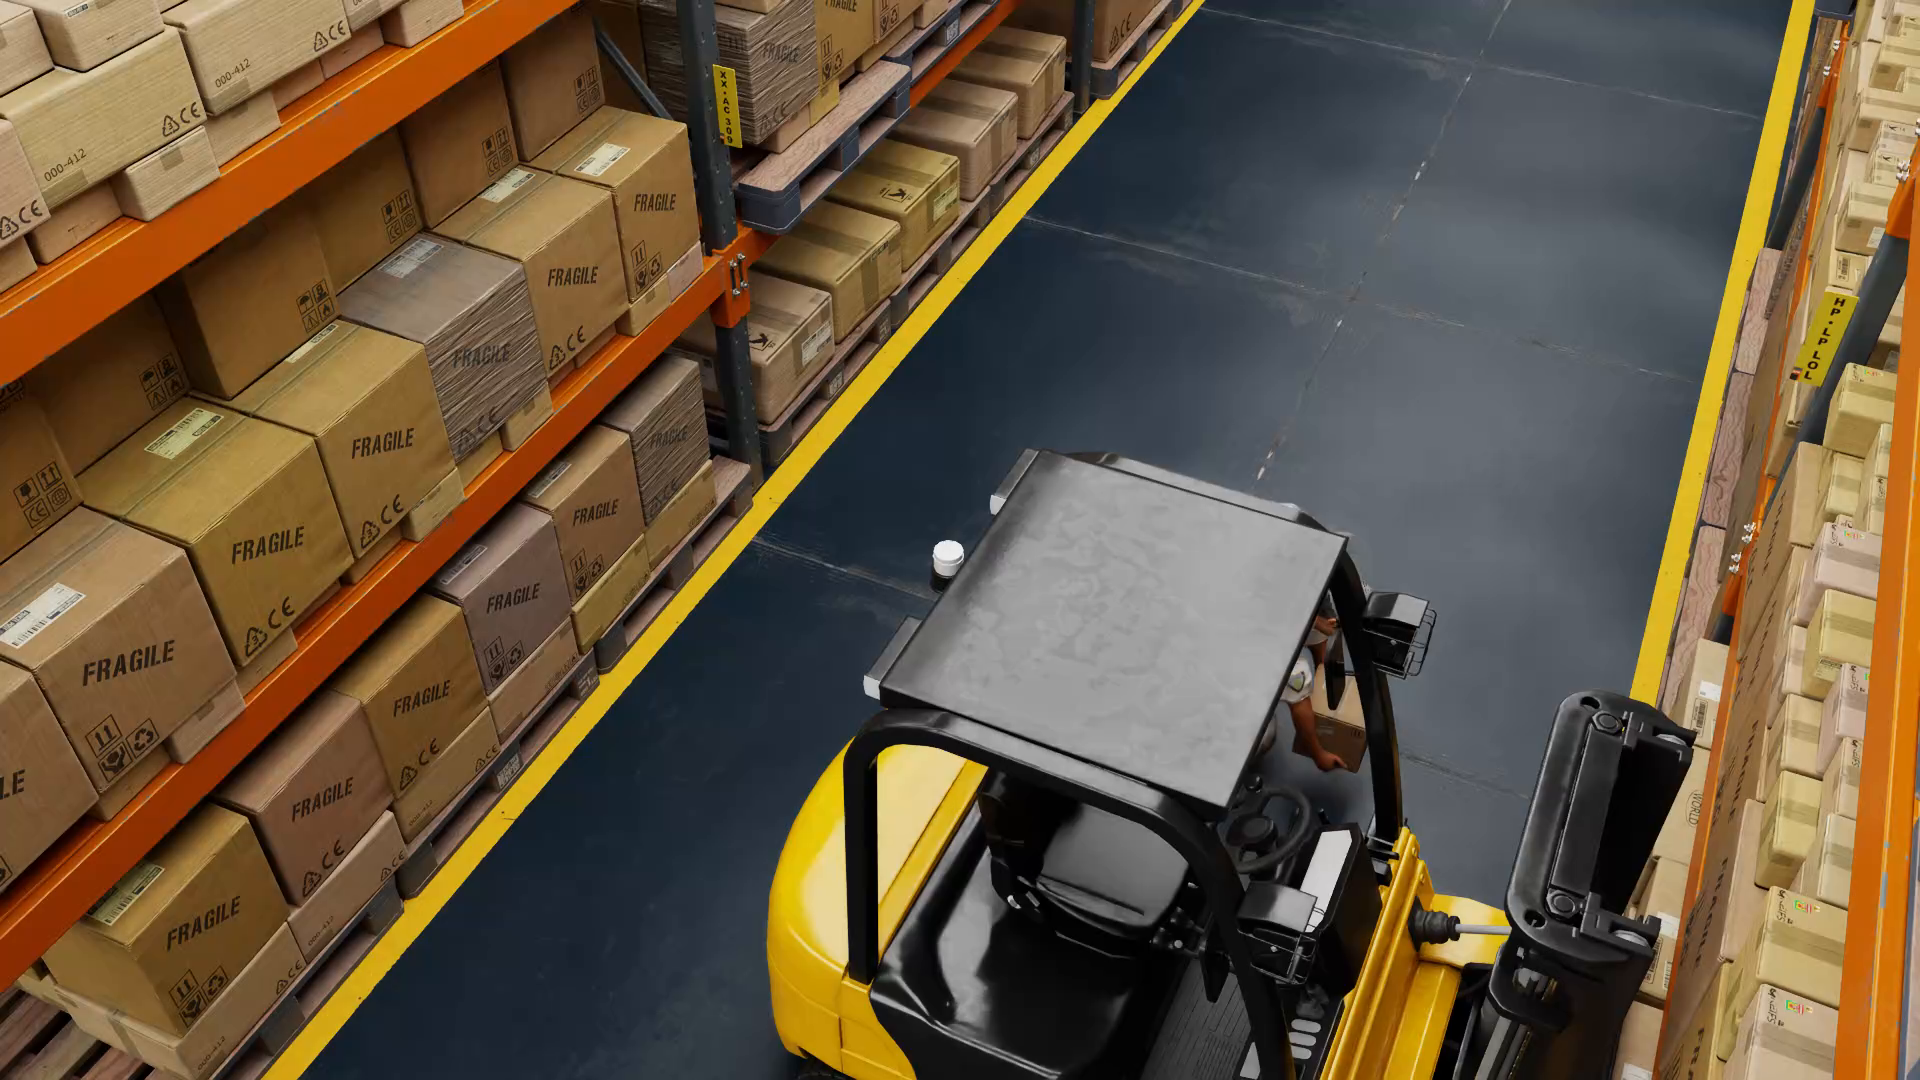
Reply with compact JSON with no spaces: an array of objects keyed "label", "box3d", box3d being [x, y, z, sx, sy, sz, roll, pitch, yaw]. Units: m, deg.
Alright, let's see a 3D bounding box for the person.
[{"label":"person","box3d":[1.092,0.460,6.194,0.873,0.951,0.508,16,45,17]}]
